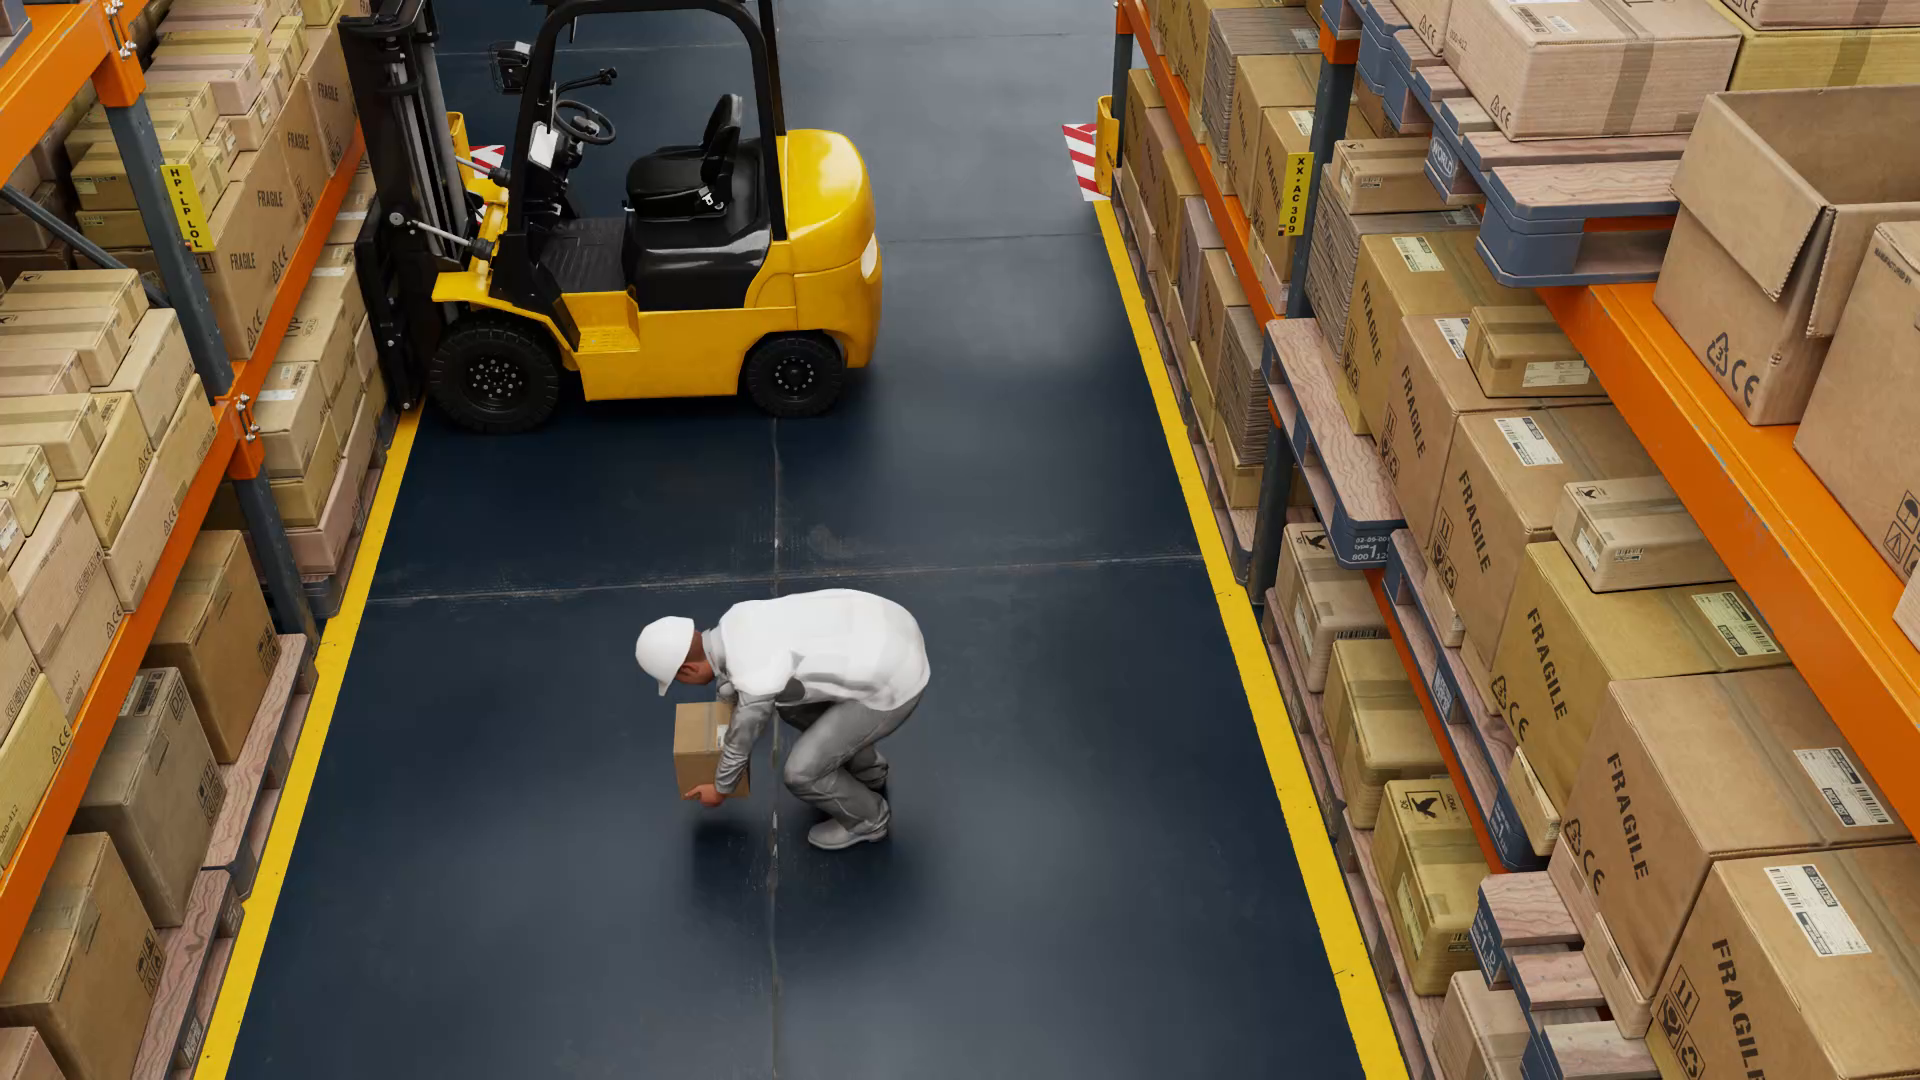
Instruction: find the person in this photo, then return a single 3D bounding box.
[{"bbox_3d":[-0.608,0.640,5.947,0.997,1.011,0.515,-5,39,-6],"label":"person"}]
